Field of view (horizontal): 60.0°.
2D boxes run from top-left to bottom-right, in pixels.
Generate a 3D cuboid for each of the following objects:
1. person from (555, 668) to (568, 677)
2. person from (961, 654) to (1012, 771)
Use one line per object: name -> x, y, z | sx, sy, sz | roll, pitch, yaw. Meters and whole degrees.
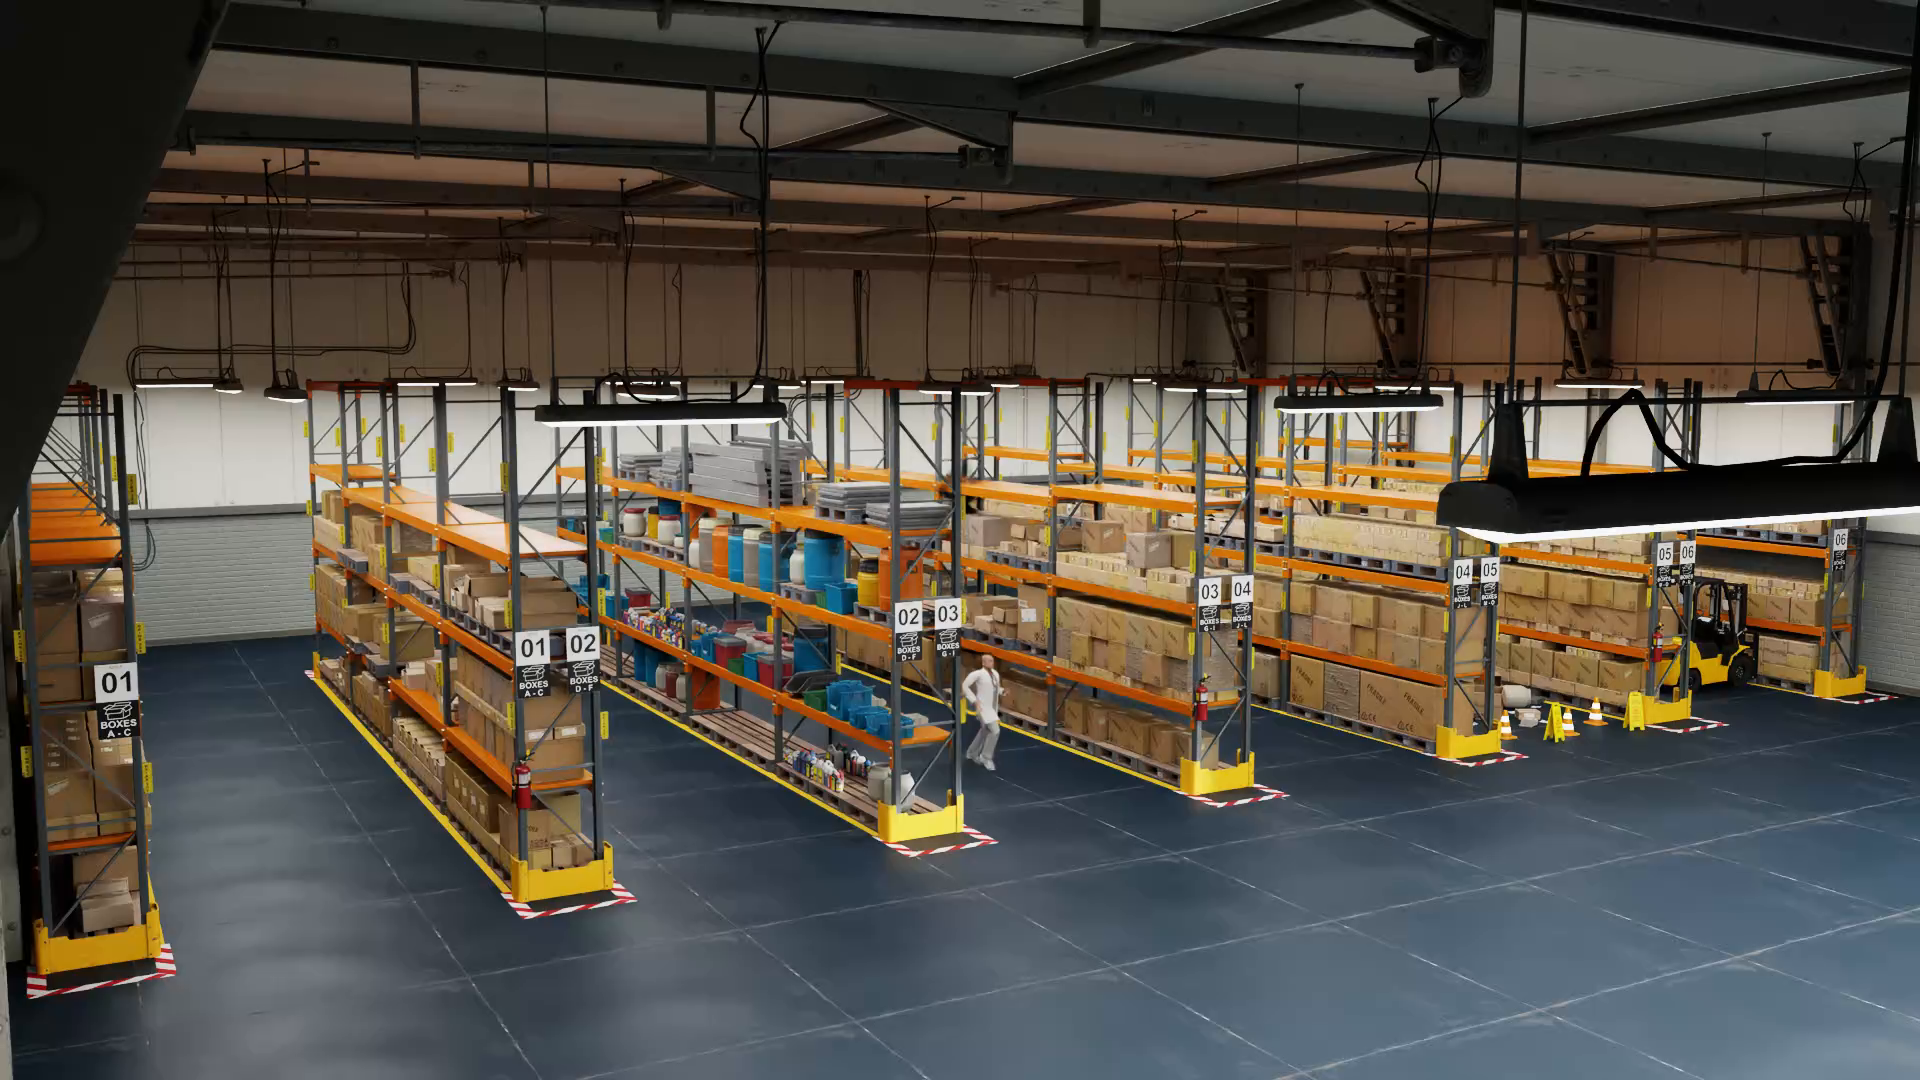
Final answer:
person -> -6.616, 2.459, 28.324 | 0.610, 1.687, 0.860 | -3, 7, -28
person -> 0.422, 2.696, 26.029 | 0.829, 1.837, 0.681 | 4, 7, 34
